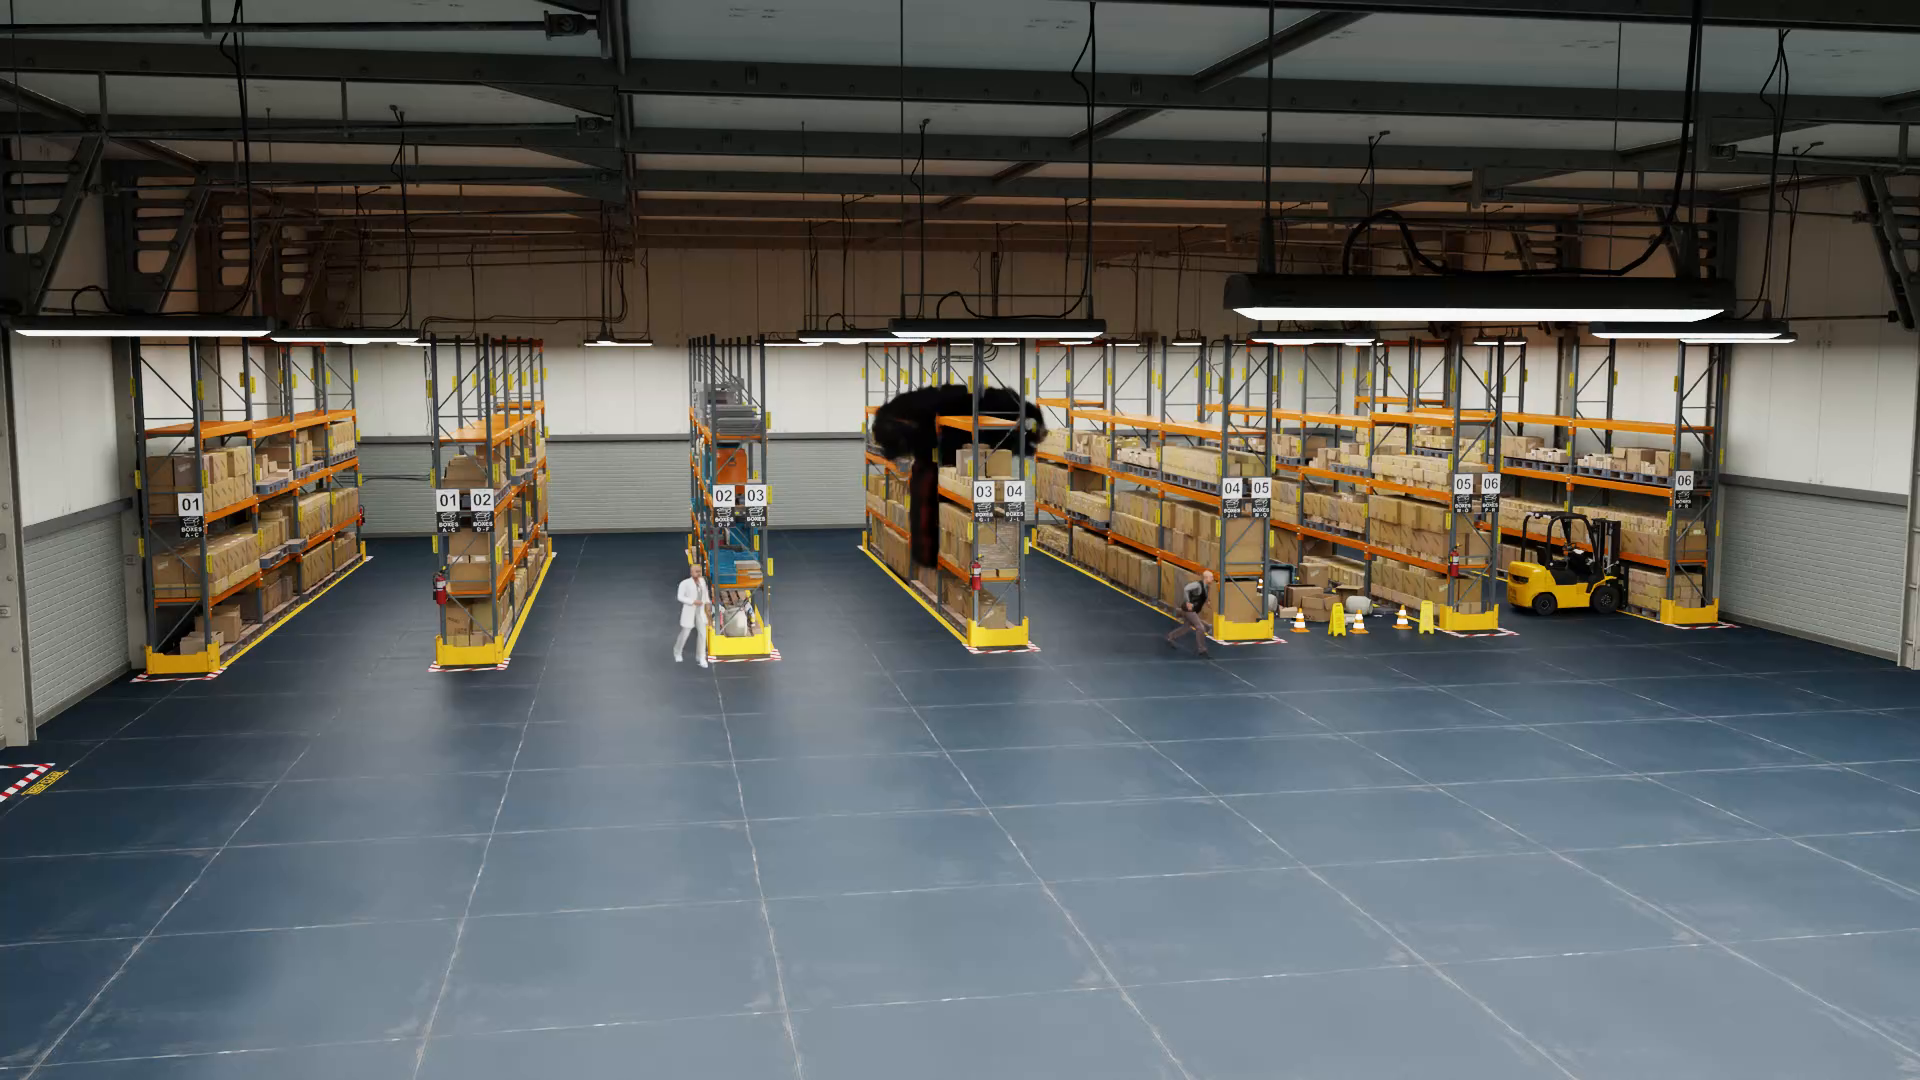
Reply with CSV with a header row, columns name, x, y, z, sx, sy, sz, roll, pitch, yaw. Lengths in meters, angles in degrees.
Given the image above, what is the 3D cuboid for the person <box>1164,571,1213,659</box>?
name,x,y,z,sx,sy,sz,roll,pitch,yaw
person,4.260,1.378,31.043,1.007,1.680,0.697,5,8,35

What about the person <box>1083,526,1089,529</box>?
name,x,y,z,sx,sy,sz,roll,pitch,yaw
person,3.944,-0.768,49.178,0.744,1.760,0.820,-5,8,-35

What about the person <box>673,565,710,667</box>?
name,x,y,z,sx,sy,sz,roll,pitch,yaw
person,-4.850,1.373,30.330,0.749,1.846,0.868,-6,9,-40
